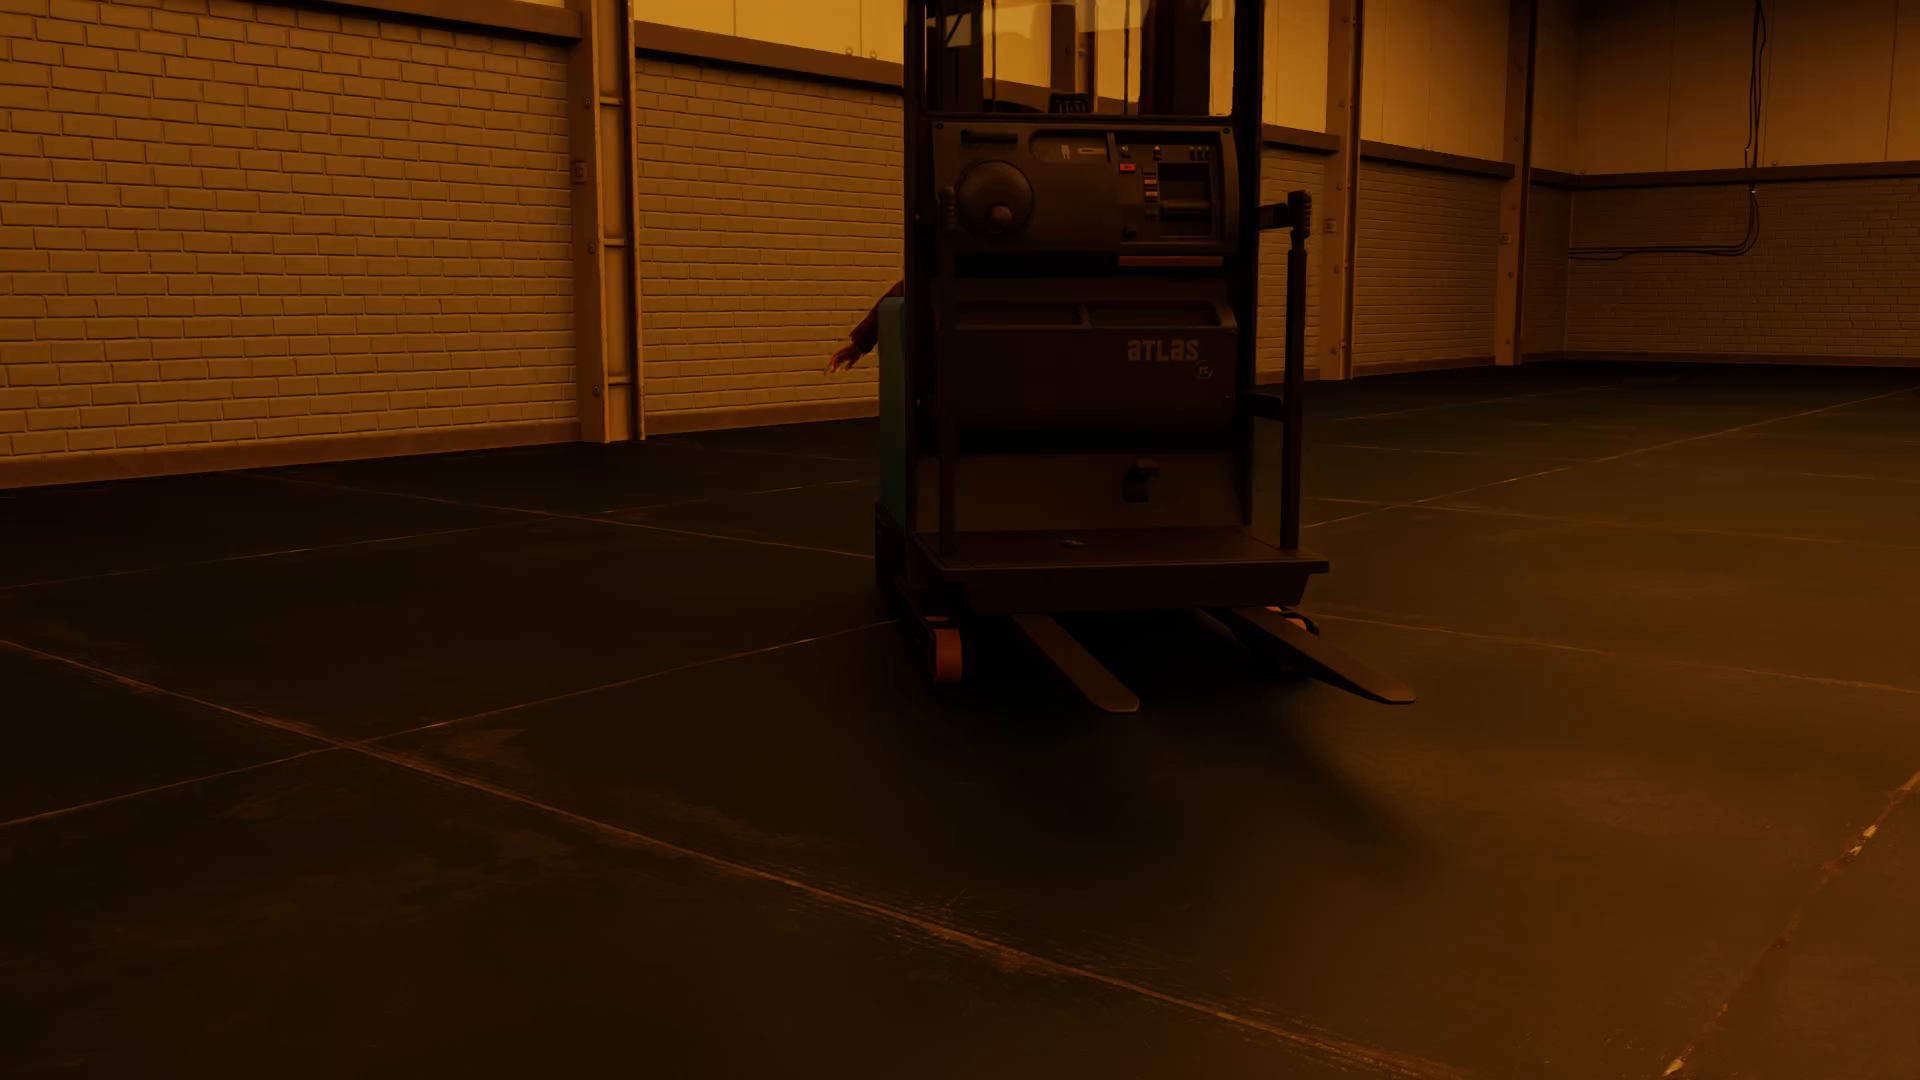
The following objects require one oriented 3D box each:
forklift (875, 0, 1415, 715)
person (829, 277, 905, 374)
[{"bbox_3d":[0.412,-1.098,4.784,1.130,2.935,3.031,-1,8,-8],"label":"forklift"},{"bbox_3d":[0.139,-0.714,7.485,1.111,1.503,1.004,5,10,33],"label":"person"}]
